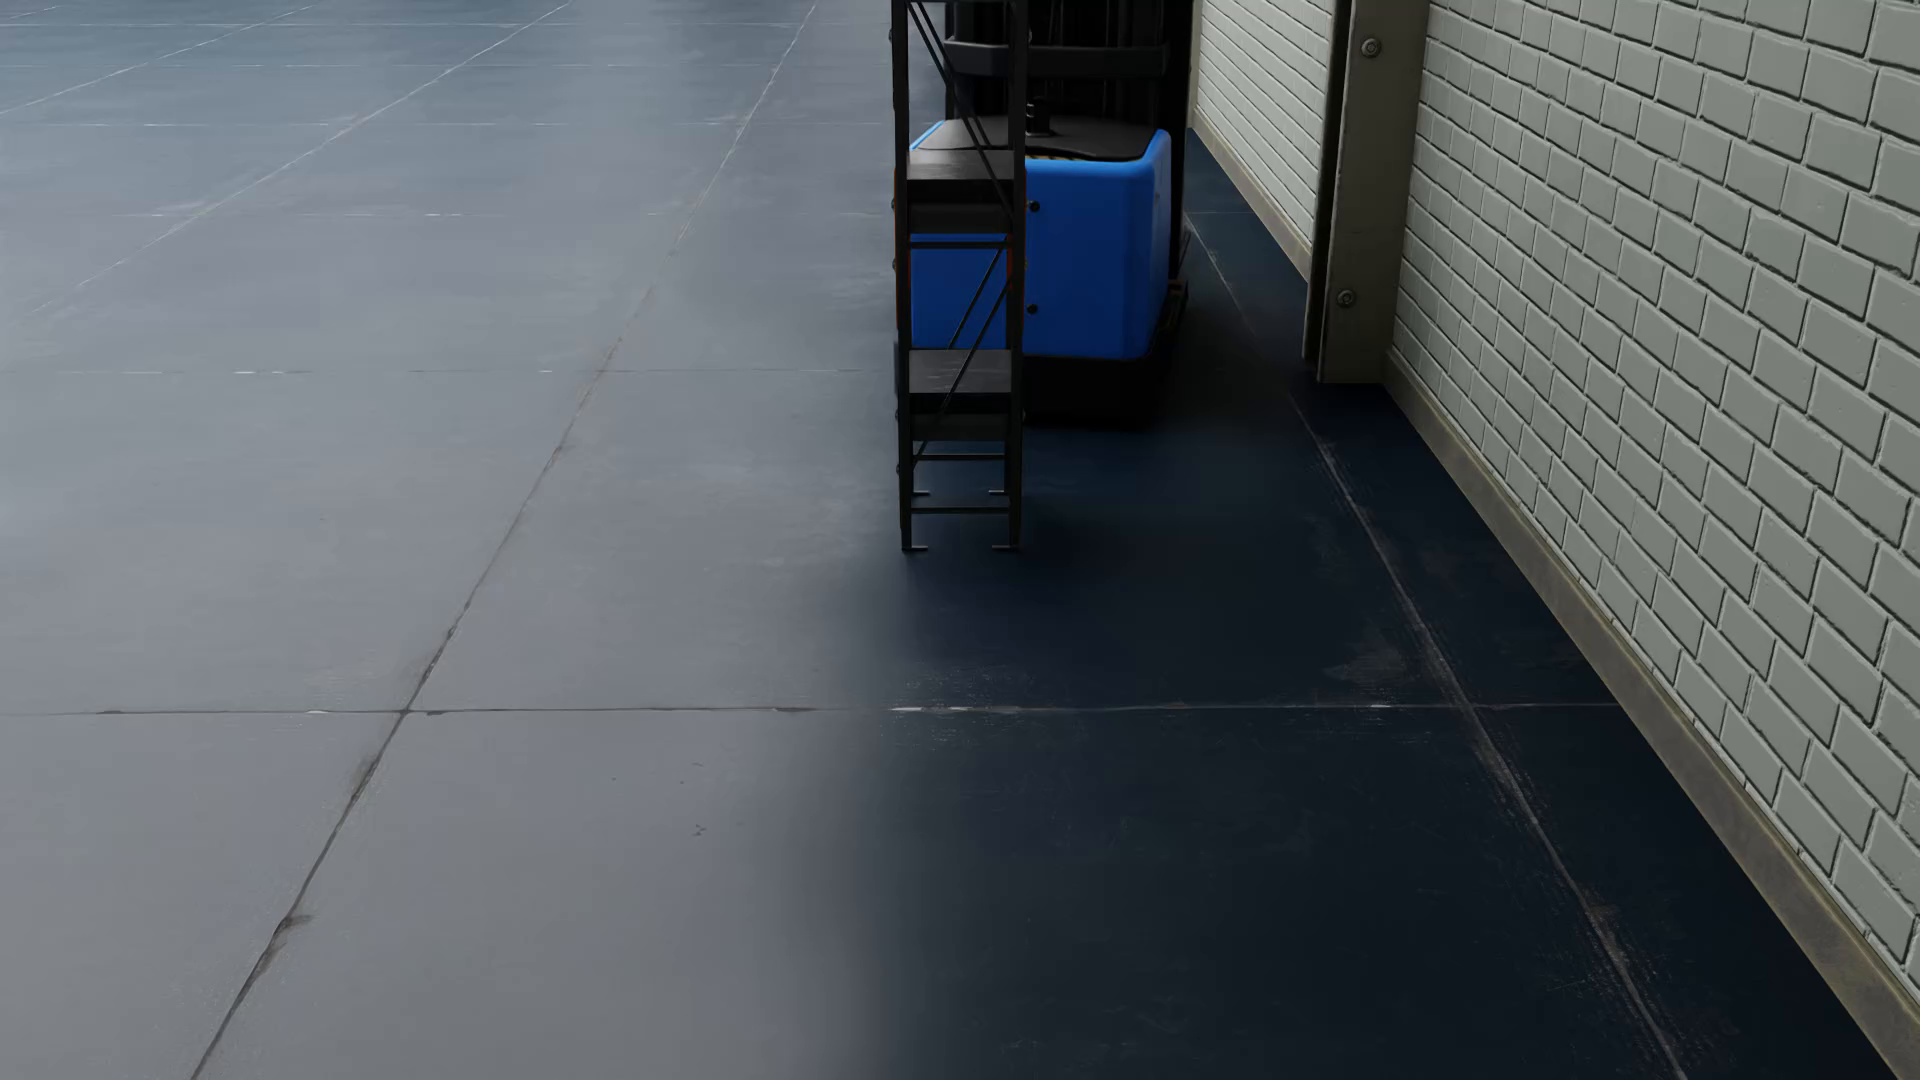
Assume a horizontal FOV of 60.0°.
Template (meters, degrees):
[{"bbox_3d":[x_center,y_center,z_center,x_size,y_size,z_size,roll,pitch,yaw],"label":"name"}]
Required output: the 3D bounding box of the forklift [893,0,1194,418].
[{"bbox_3d":[0.524,-2.405,7.510,1.130,2.935,3.031,5,25,10],"label":"forklift"}]

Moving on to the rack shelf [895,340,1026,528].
[{"bbox_3d":[-0.002,-0.375,5.762,0.431,0.518,0.480,0,24,-1],"label":"rack shelf"}]

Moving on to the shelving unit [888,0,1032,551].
[{"bbox_3d":[-0.002,-1.025,5.468,0.431,2.100,0.503,0,24,-1],"label":"shelving unit"}]

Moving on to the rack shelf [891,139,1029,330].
[{"bbox_3d":[-0.002,-1.012,5.474,0.431,0.518,0.480,0,24,-1],"label":"rack shelf"}]

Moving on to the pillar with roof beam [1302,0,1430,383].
[{"bbox_3d":[-2.582,-4.849,5.552,9.100,9.000,0.400,0,24,-1],"label":"pillar with roof beam"}]

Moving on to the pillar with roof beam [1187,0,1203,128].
[{"bbox_3d":[-2.648,-7.322,11.019,9.100,9.000,0.400,0,24,-1],"label":"pillar with roof beam"}]

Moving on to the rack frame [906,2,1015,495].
[{"bbox_3d":[-0.004,-1.125,5.690,0.400,2.100,0.015,0,24,-1],"label":"rack frame"}]

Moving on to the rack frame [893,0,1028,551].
[{"bbox_3d":[0.001,-0.924,5.246,0.400,2.100,0.015,0,24,-1],"label":"rack frame"}]

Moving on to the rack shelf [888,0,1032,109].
[{"bbox_3d":[-0.002,-1.650,5.185,0.431,0.518,0.480,0,24,-1],"label":"rack shelf"}]
